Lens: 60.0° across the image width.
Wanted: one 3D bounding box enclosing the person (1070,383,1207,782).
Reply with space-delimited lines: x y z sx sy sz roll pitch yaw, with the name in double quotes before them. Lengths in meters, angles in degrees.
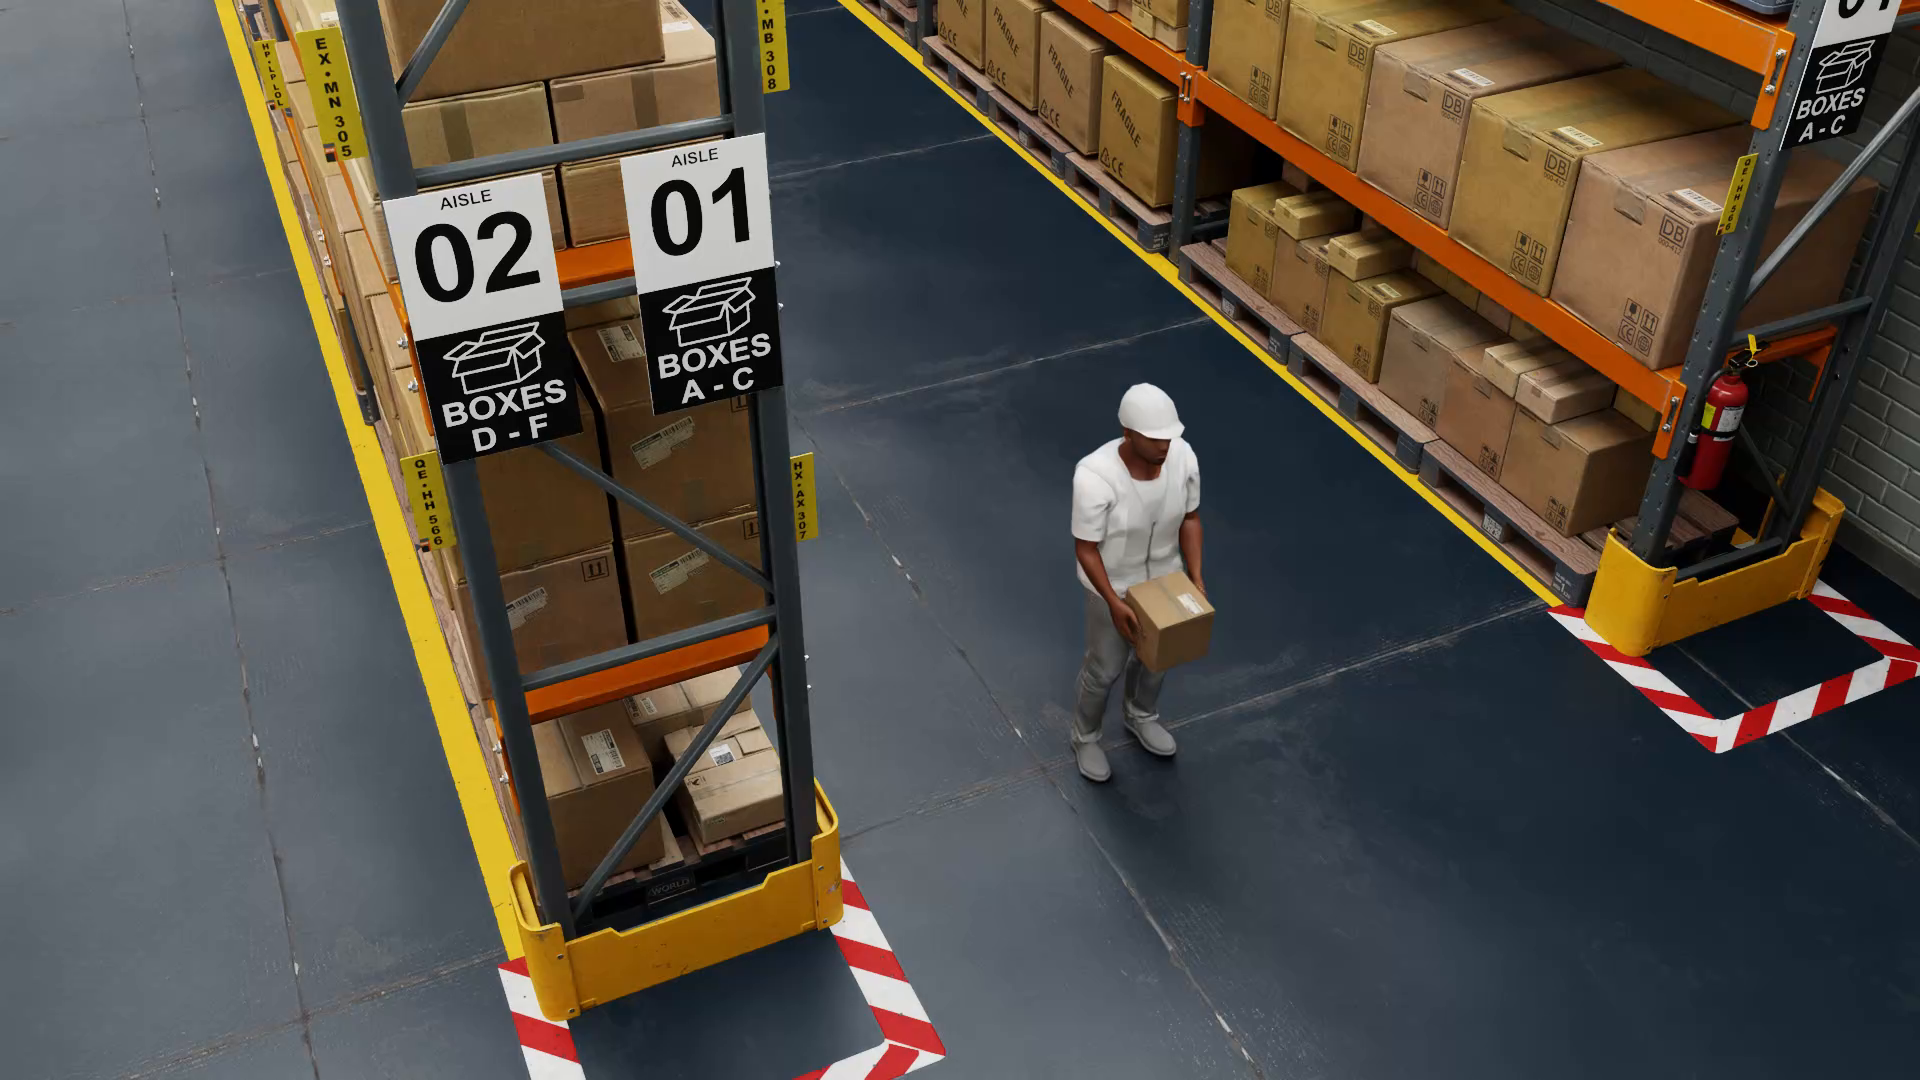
"person" 0.711 0.183 6.593 0.566 1.768 0.496 -16 40 -20
